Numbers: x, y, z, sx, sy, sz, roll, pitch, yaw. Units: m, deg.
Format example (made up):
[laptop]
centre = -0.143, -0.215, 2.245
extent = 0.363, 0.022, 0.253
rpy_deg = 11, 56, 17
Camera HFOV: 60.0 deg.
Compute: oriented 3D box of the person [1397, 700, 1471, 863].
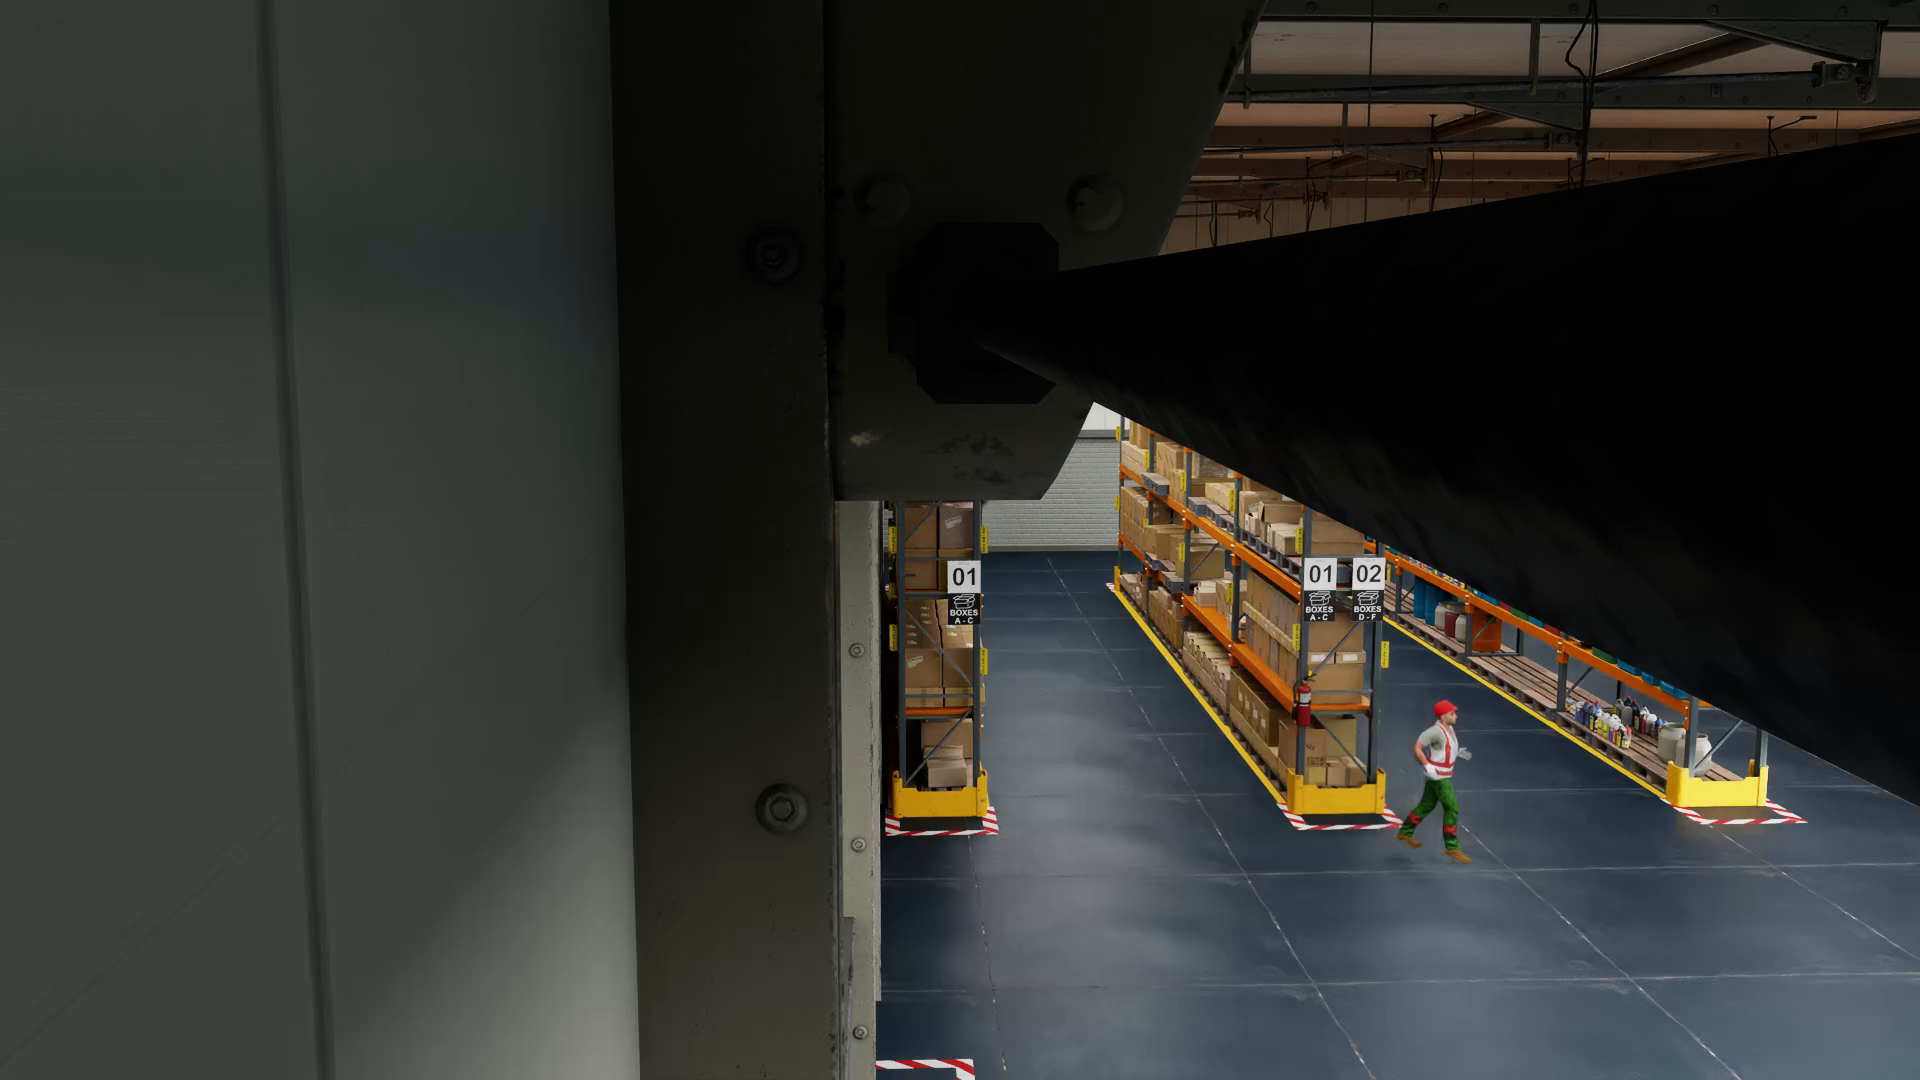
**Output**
[person]
centre = 5.422, 2.701, 18.898
extent = 0.857, 1.815, 0.648
rpy_deg = 4, 9, 25
